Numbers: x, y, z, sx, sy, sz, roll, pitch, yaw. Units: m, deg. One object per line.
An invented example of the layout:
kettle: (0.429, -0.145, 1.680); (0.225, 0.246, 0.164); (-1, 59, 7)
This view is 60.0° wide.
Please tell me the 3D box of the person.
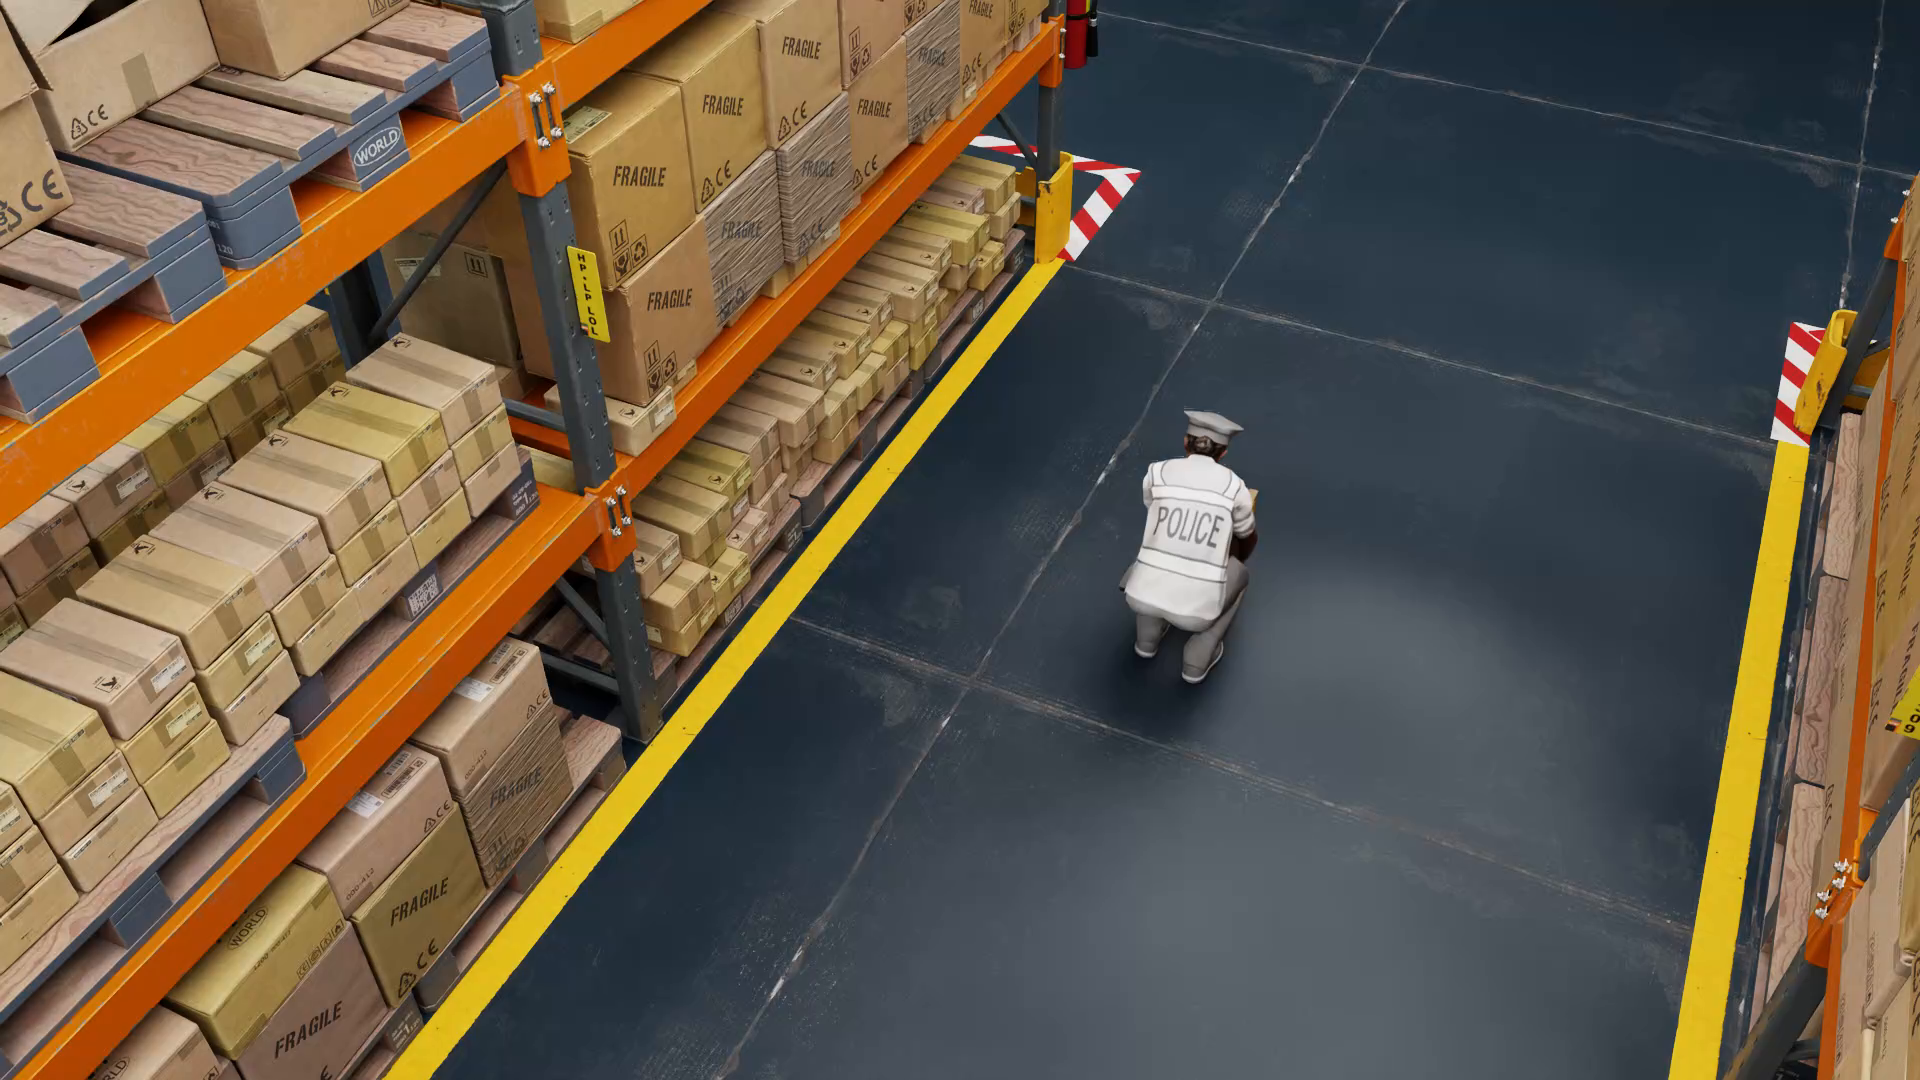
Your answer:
person: (0.917, 0.032, 6.649); (0.483, 0.968, 0.838); (17, 45, 18)
